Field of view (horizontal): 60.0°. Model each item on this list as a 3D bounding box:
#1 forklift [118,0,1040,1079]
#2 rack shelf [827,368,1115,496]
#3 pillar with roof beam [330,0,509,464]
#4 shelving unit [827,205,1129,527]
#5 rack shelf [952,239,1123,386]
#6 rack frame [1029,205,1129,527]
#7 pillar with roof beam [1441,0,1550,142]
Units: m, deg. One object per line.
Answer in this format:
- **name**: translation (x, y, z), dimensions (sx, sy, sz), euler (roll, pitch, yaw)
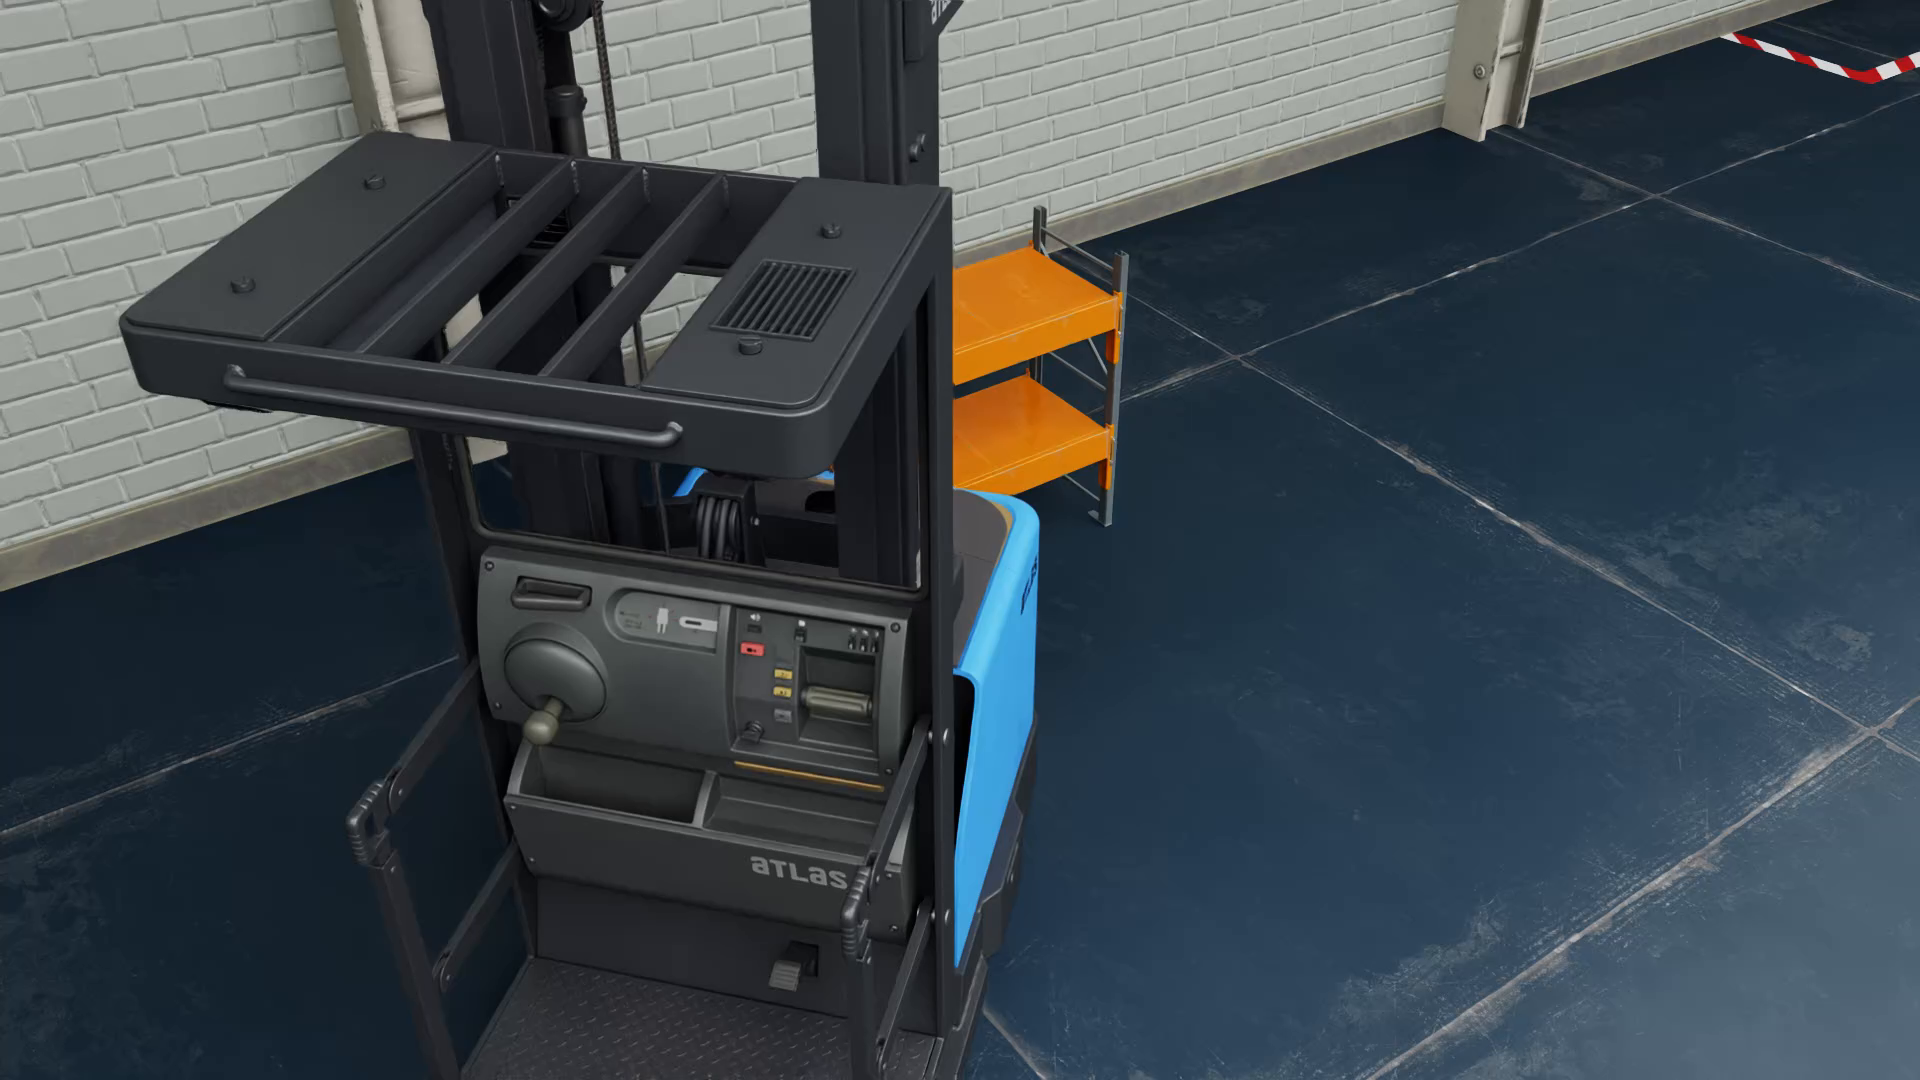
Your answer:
- **forklift**: translation (-0.610, 0.335, 3.274), dimensions (1.130, 2.935, 3.031), euler (8, 36, 11)
- **rack shelf**: translation (0.006, -0.260, 6.067), dimensions (1.000, 0.278, 0.538), euler (-22, 41, -28)
- **pillar with roof beam**: translation (0.569, -1.964, 1.274), dimensions (0.400, 9.000, 9.100), euler (-22, 41, -28)
- **shelving unit**: translation (0.006, -0.459, 5.925), dimensions (1.048, 1.125, 0.538), euler (-22, 41, -28)
- **rack shelf**: translation (0.006, -0.697, 5.754), dimensions (1.000, 0.278, 0.538), euler (-22, 41, -28)
- **rack frame**: translation (0.421, -0.630, 6.162), dimensions (0.032, 1.125, 0.500), euler (-22, 41, -28)
- **pillar with roof beam**: translation (5.474, -3.983, 4.080), dimensions (0.400, 9.000, 9.100), euler (-22, 41, -28)
